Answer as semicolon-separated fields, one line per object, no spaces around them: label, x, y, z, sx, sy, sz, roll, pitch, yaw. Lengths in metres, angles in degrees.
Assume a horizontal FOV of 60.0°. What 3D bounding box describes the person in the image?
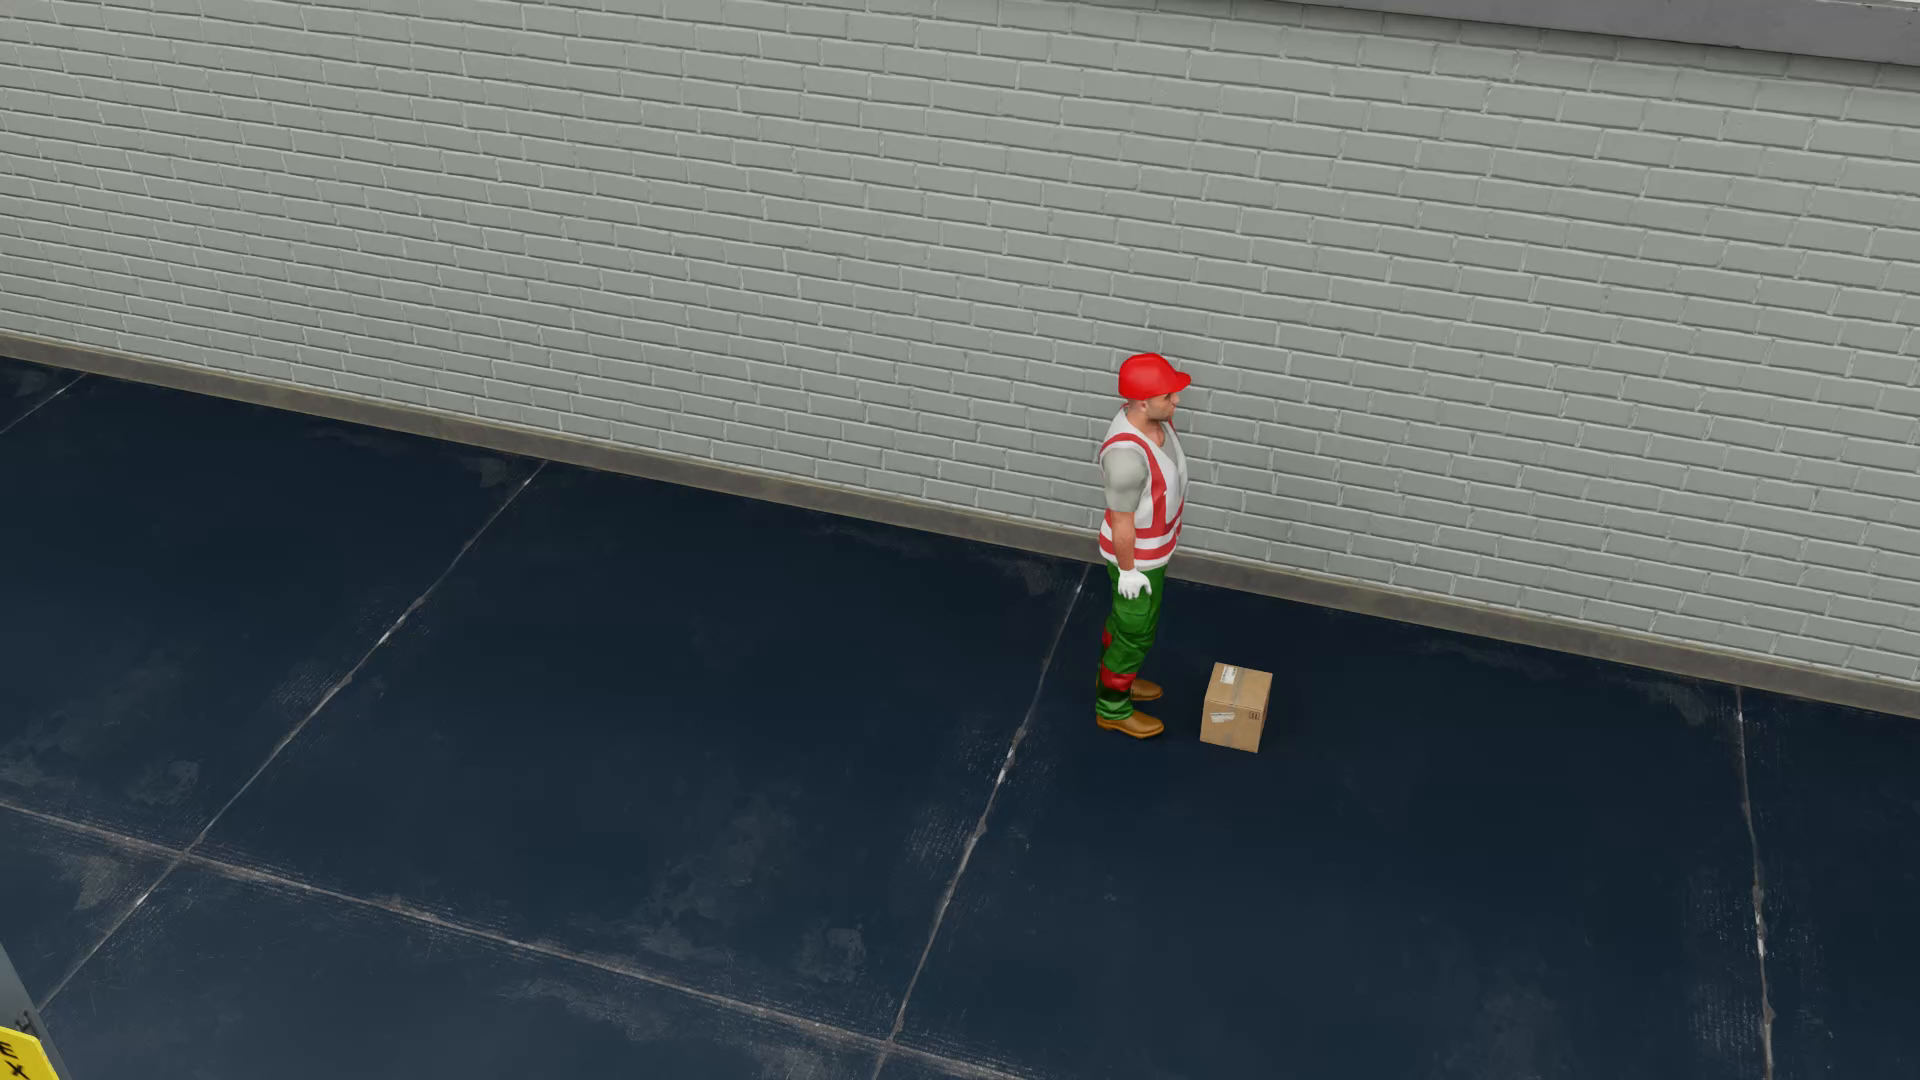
person;0.754;0.028;6.844;0.365;1.798;0.523;12;38;15
